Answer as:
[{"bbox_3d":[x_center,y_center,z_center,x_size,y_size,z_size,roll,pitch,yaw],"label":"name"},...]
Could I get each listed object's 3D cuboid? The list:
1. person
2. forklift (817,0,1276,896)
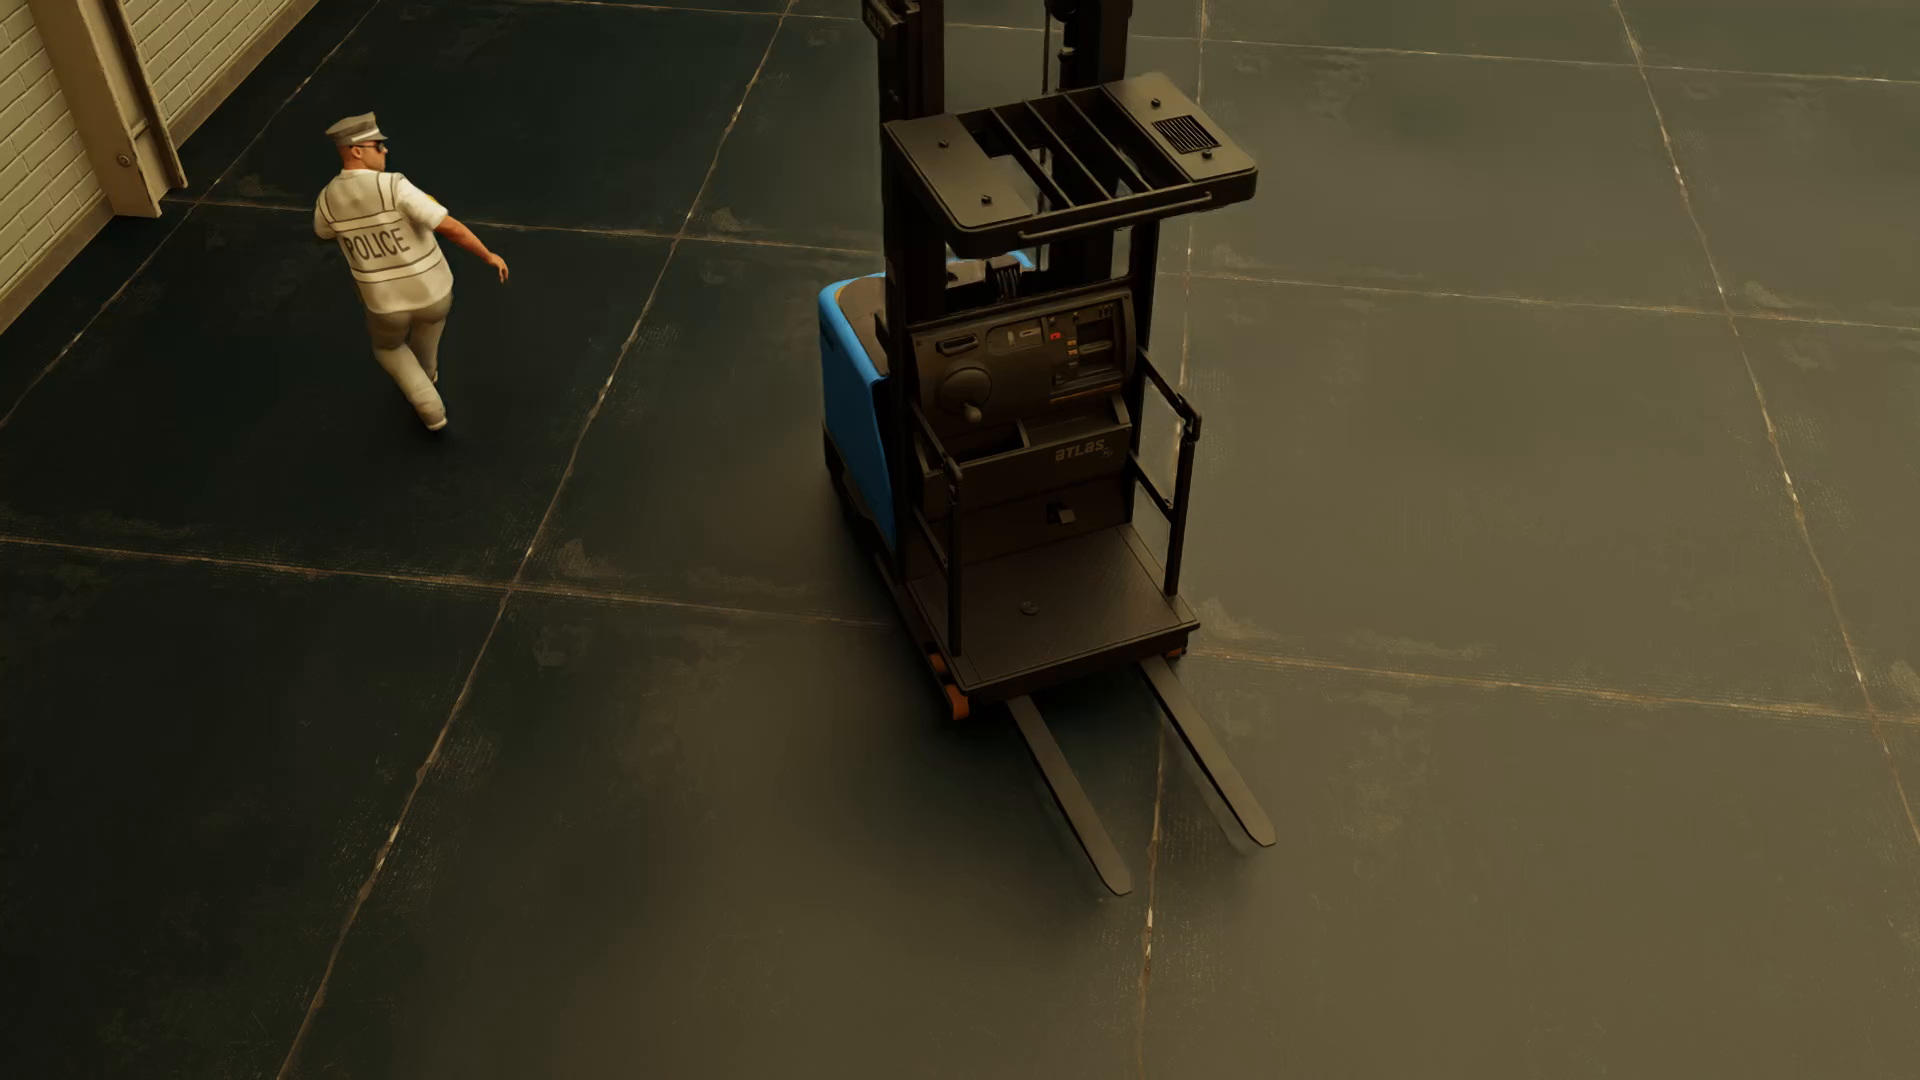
[{"bbox_3d":[-2.673,-1.356,8.178,0.873,1.642,0.851,-9,43,-10],"label":"person"},{"bbox_3d":[0.342,-0.638,6.419,1.130,2.935,3.031,-15,45,-16],"label":"forklift"}]
